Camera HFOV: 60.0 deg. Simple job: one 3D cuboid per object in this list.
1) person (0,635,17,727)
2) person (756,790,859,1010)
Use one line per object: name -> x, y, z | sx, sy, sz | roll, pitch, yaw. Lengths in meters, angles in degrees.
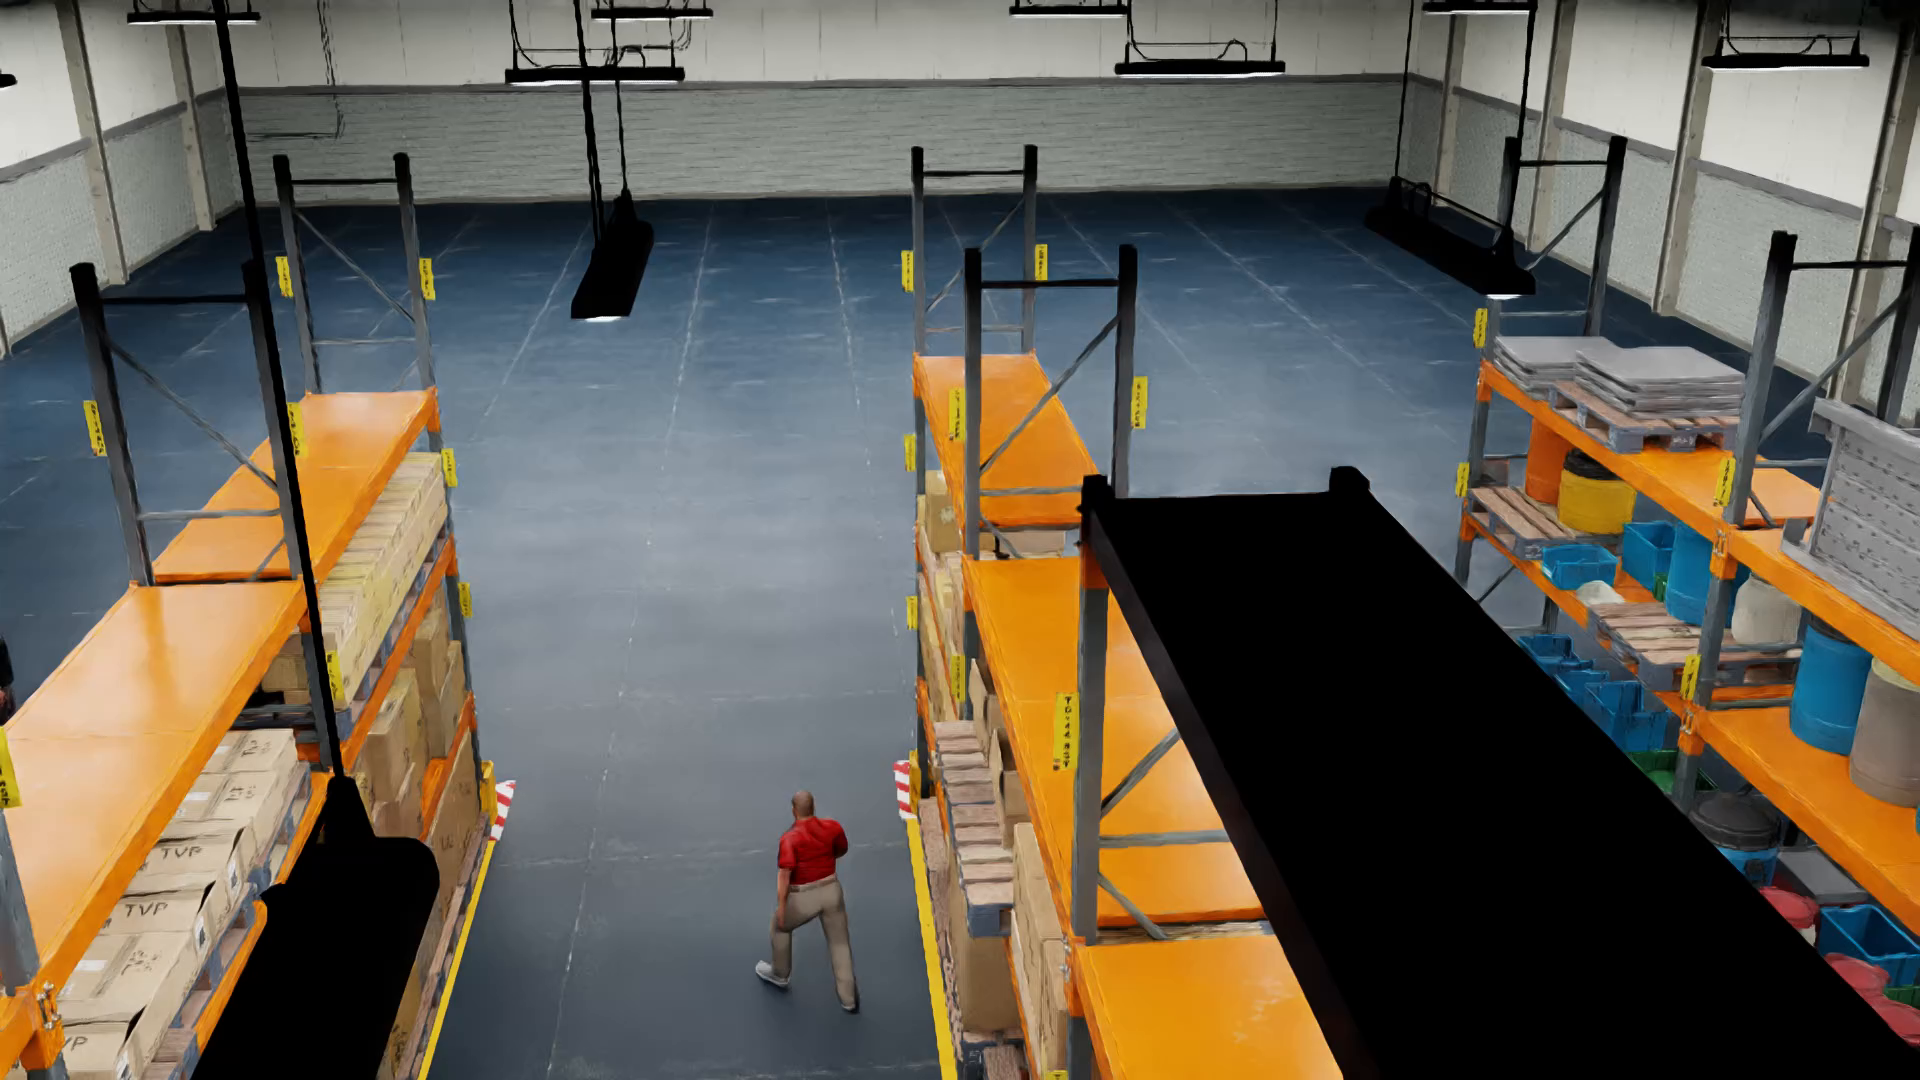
person -> -9.212, 1.374, 15.825 | 0.395, 1.707, 0.586 | -14, 26, -31
person -> -1.128, 2.690, 12.568 | 0.692, 1.665, 0.815 | -10, 24, -24
